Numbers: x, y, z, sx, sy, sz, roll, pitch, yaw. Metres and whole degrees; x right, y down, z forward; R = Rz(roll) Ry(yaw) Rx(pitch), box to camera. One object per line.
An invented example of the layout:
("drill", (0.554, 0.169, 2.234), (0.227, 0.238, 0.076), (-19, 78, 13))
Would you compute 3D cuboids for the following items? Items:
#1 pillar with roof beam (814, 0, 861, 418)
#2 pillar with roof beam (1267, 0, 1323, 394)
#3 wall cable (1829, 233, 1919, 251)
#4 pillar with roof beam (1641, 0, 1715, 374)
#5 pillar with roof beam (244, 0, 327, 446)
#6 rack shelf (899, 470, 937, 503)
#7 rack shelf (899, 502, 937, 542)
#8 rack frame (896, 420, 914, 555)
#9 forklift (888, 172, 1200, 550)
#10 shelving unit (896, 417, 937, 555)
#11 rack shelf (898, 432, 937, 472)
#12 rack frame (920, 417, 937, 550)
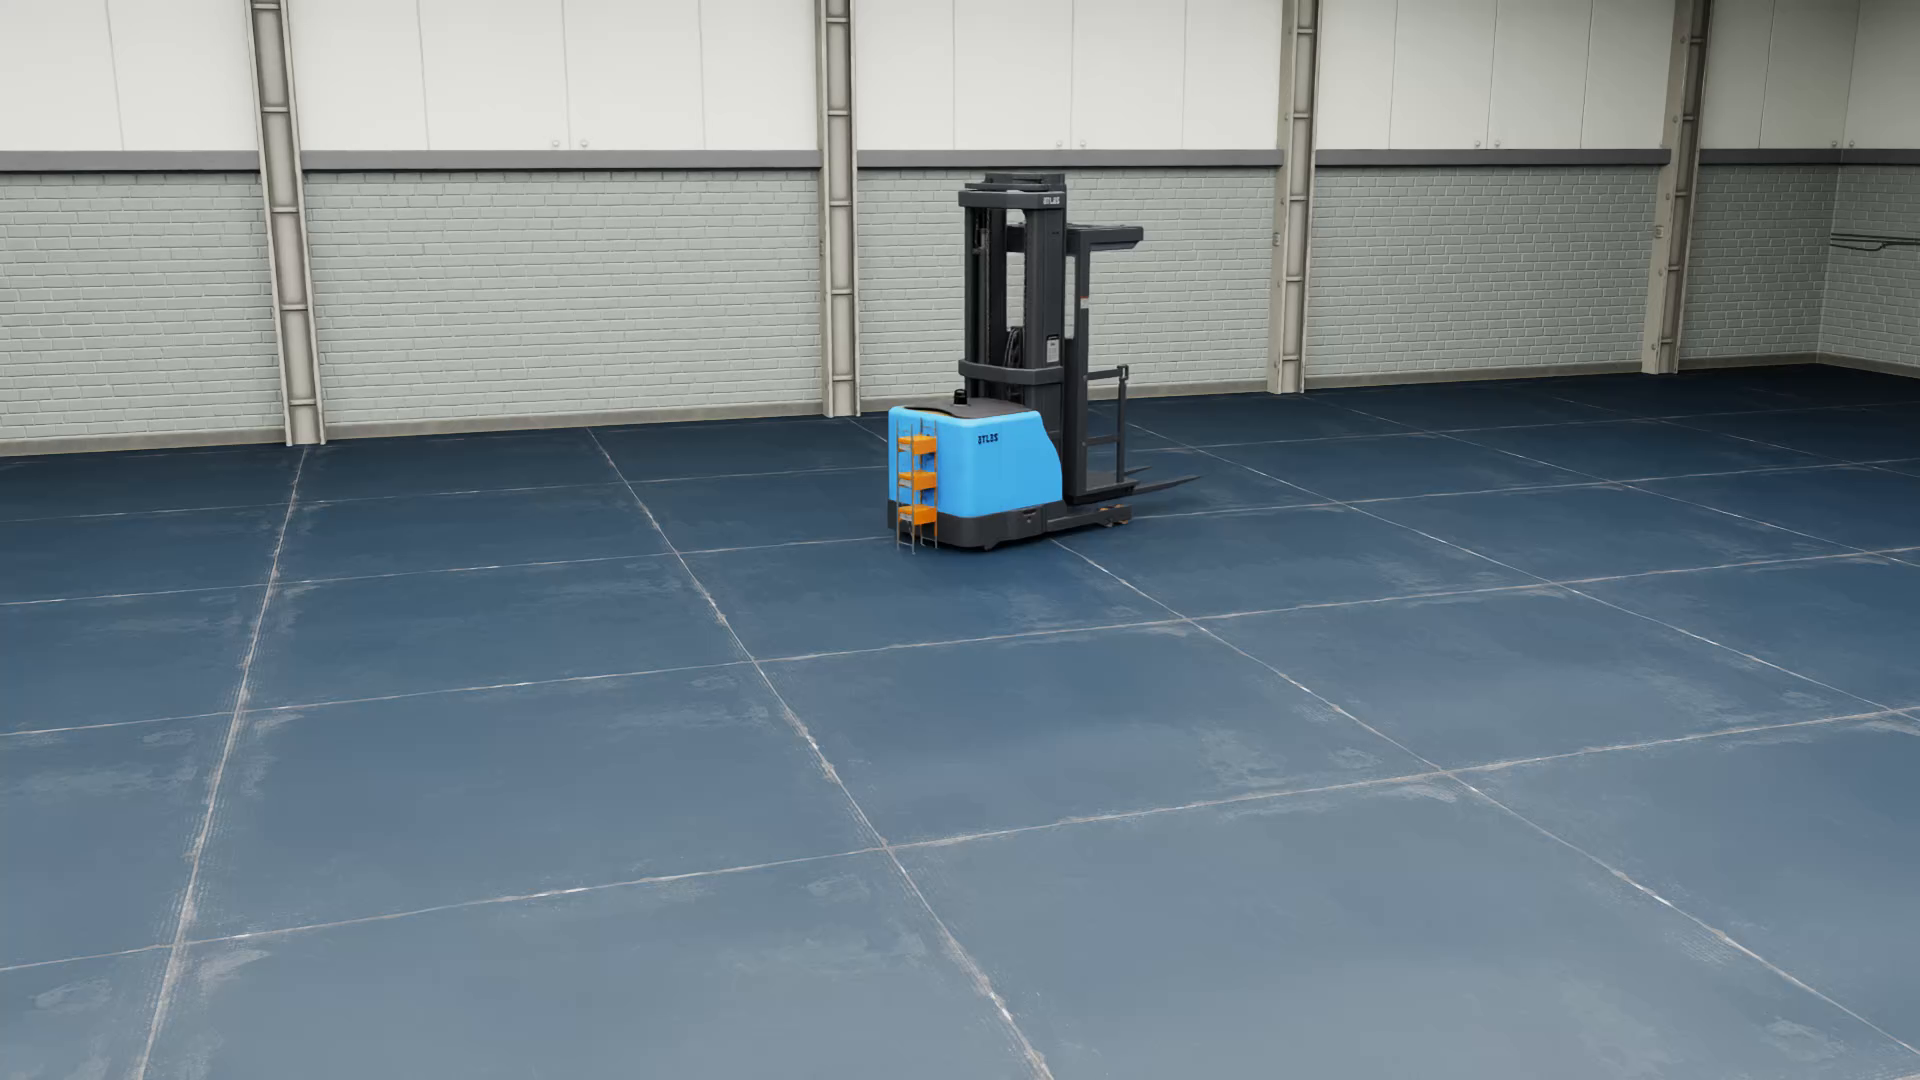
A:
("pillar with roof beam", (-0.049, -4.936, 14.946), (0.400, 9.000, 9.100), (-4, 14, -18))
("pillar with roof beam", (5.637, -5.378, 16.808), (0.400, 9.000, 9.100), (-4, 14, -18))
("wall cable", (13.165, -5.182, 22.693), (0.112, 2.526, 3.097), (-4, 14, -18))
("pillar with roof beam", (11.324, -5.821, 18.669), (0.400, 9.000, 9.100), (-4, 14, -18))
("pillar with roof beam", (-5.736, -4.493, 13.084), (0.400, 9.000, 9.100), (-4, 14, -18))
("rack shelf", (-0.341, -0.419, 13.181), (0.240, 0.259, 0.215), (-12, 18, -40))
("rack shelf", (-0.341, -0.149, 13.245), (0.240, 0.259, 0.215), (-12, 18, -40))
("rack frame", (-0.432, -0.410, 13.099), (0.008, 1.050, 0.200), (-12, 18, -40))
("forklift", (0.836, -1.611, 14.080), (3.031, 2.935, 1.130), (-12, 18, -40))
("shelving unit", (-0.341, -0.429, 13.178), (0.252, 1.050, 0.215), (-12, 18, -40))
("rack shelf", (-0.341, -0.695, 13.115), (0.240, 0.259, 0.215), (-12, 18, -40))
("rack frame", (-0.250, -0.448, 13.258), (0.008, 1.050, 0.200), (-12, 18, -40))
